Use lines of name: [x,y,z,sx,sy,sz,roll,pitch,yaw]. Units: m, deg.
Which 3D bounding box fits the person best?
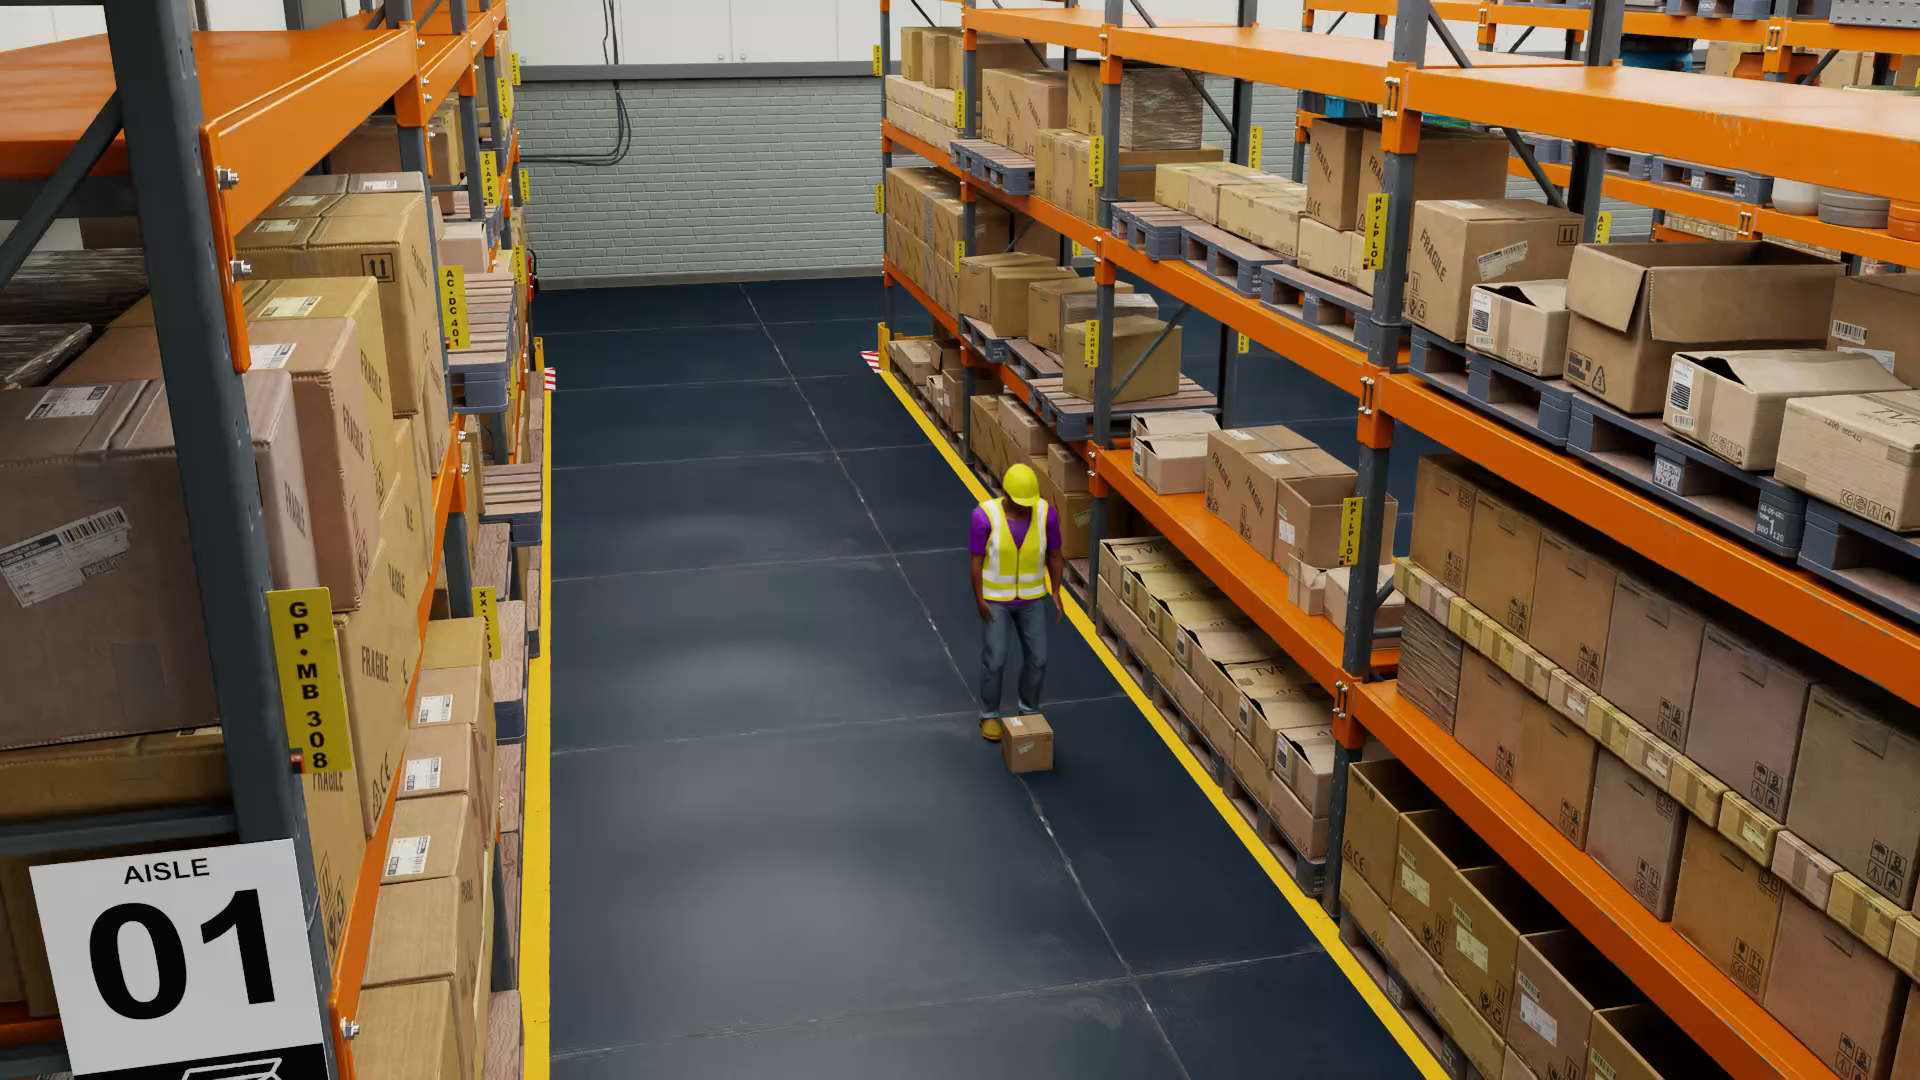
person: [0.344,0.359,10.064,0.581,1.738,0.409,-4,20,-11]
